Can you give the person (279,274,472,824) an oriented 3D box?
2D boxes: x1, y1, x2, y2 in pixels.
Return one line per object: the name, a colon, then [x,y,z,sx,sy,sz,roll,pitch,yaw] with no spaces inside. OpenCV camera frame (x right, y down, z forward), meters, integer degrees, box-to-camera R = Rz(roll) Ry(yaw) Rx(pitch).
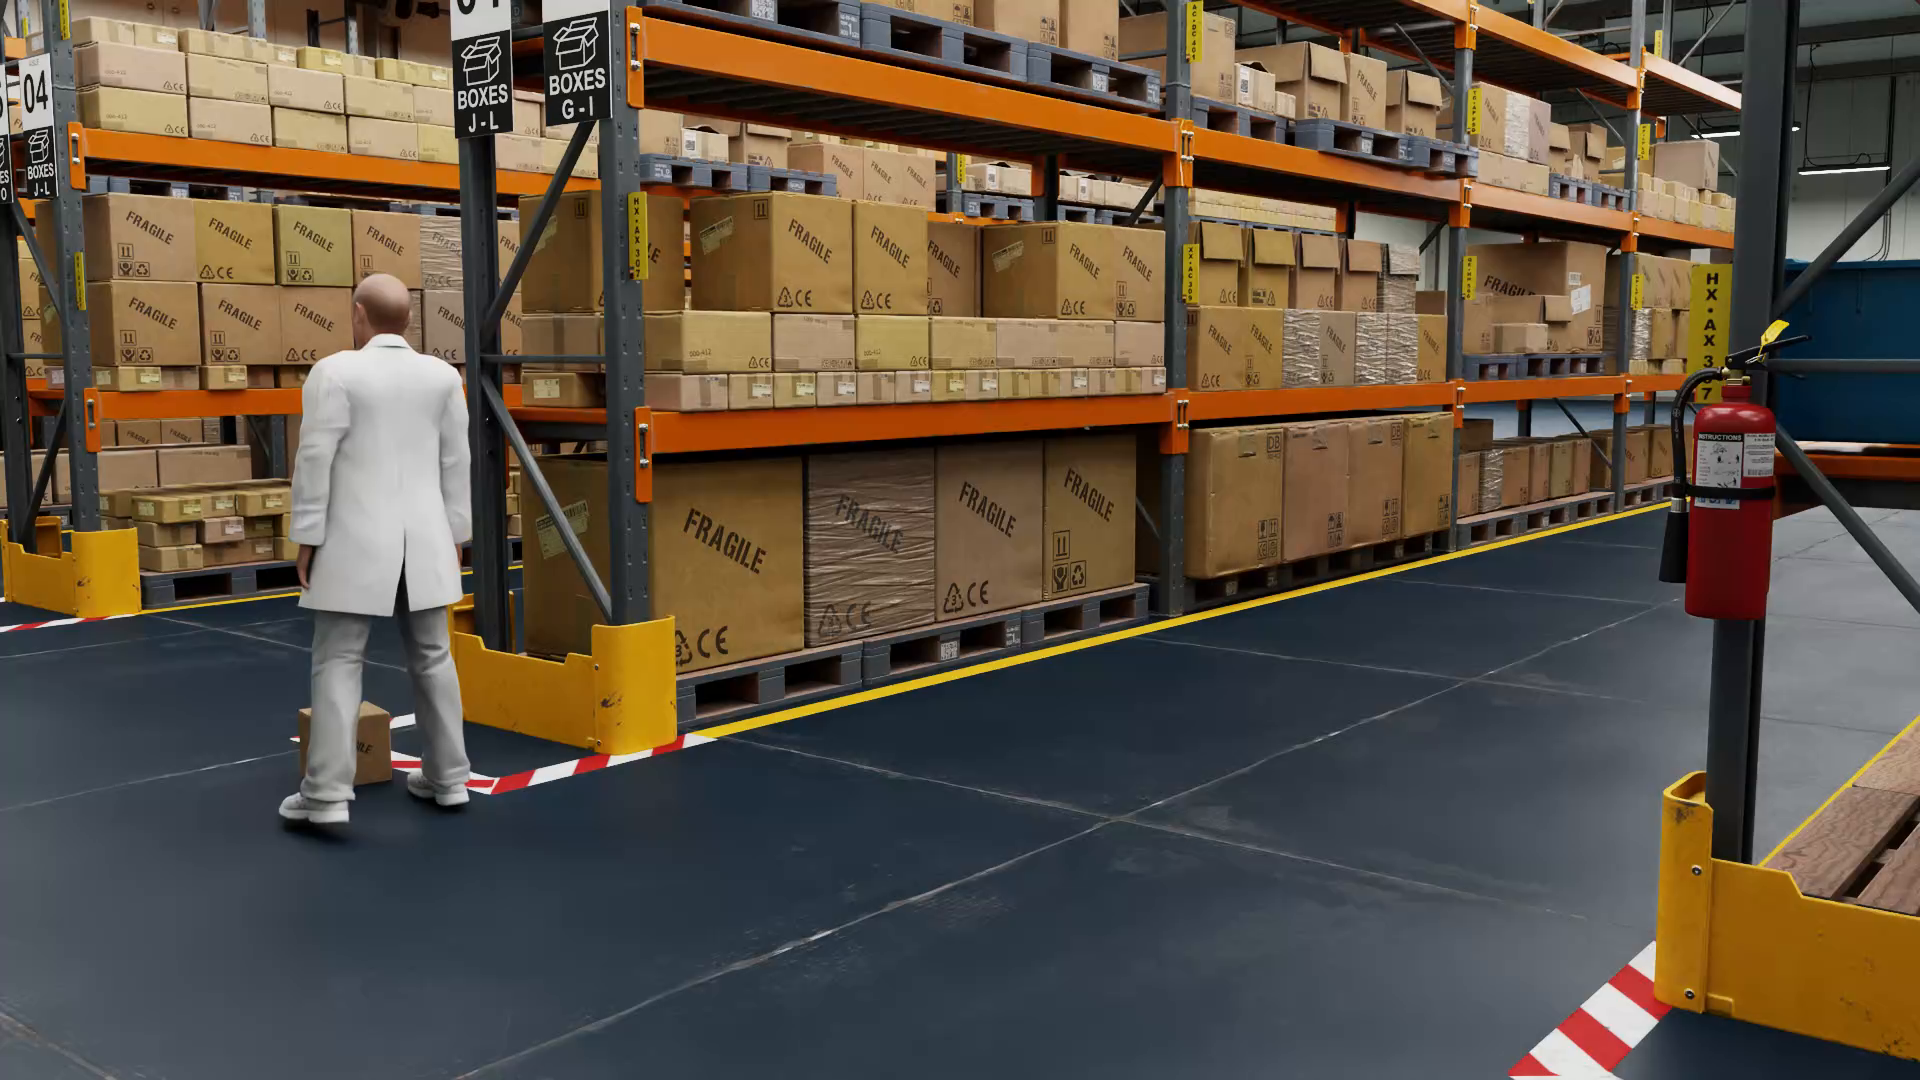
person: [-1.913,0.018,5.489,0.667,1.779,0.416,-6,9,-42]
